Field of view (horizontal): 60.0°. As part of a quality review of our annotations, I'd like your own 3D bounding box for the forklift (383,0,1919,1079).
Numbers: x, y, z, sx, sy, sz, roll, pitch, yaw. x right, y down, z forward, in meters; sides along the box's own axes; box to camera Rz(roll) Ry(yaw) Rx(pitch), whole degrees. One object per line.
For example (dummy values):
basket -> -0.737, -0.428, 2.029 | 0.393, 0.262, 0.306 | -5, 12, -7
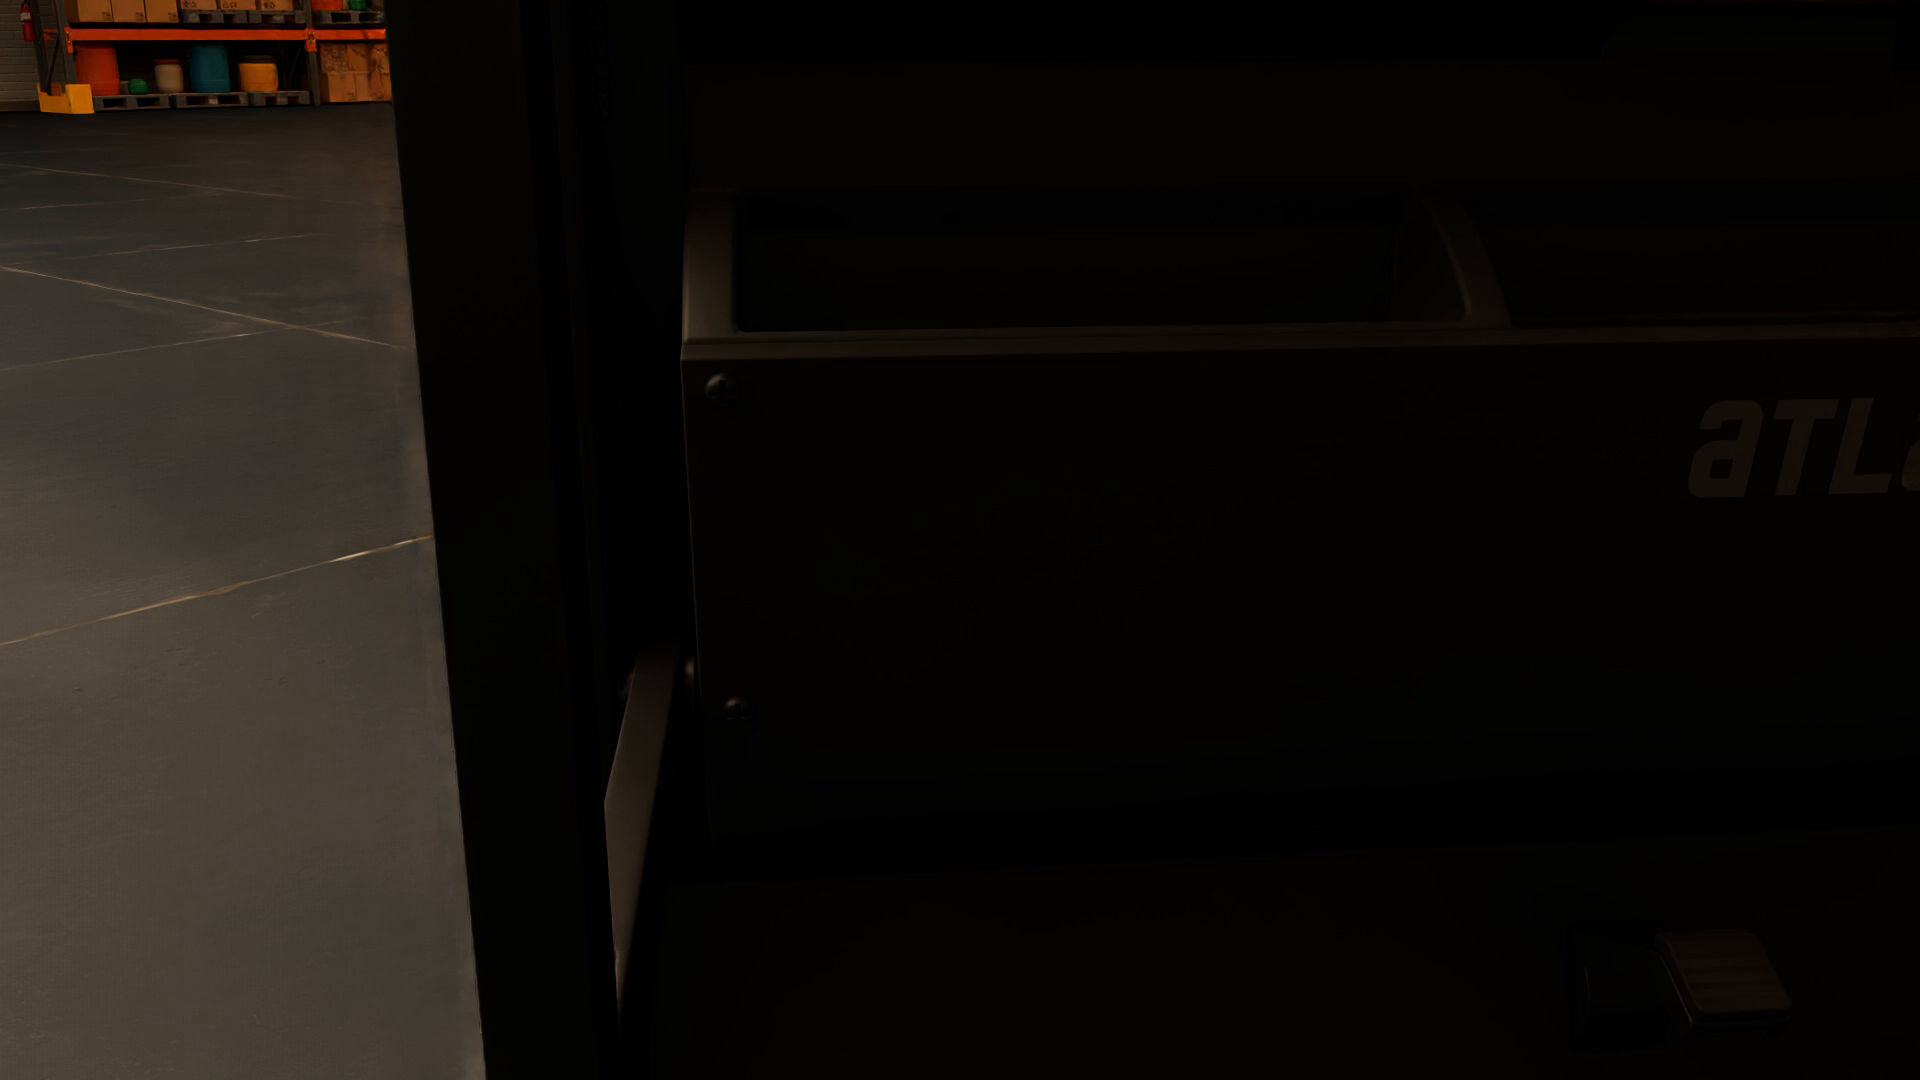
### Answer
forklift -> 0.329, -0.537, 0.667 | 1.130, 2.935, 3.031 | -2, 17, -6
